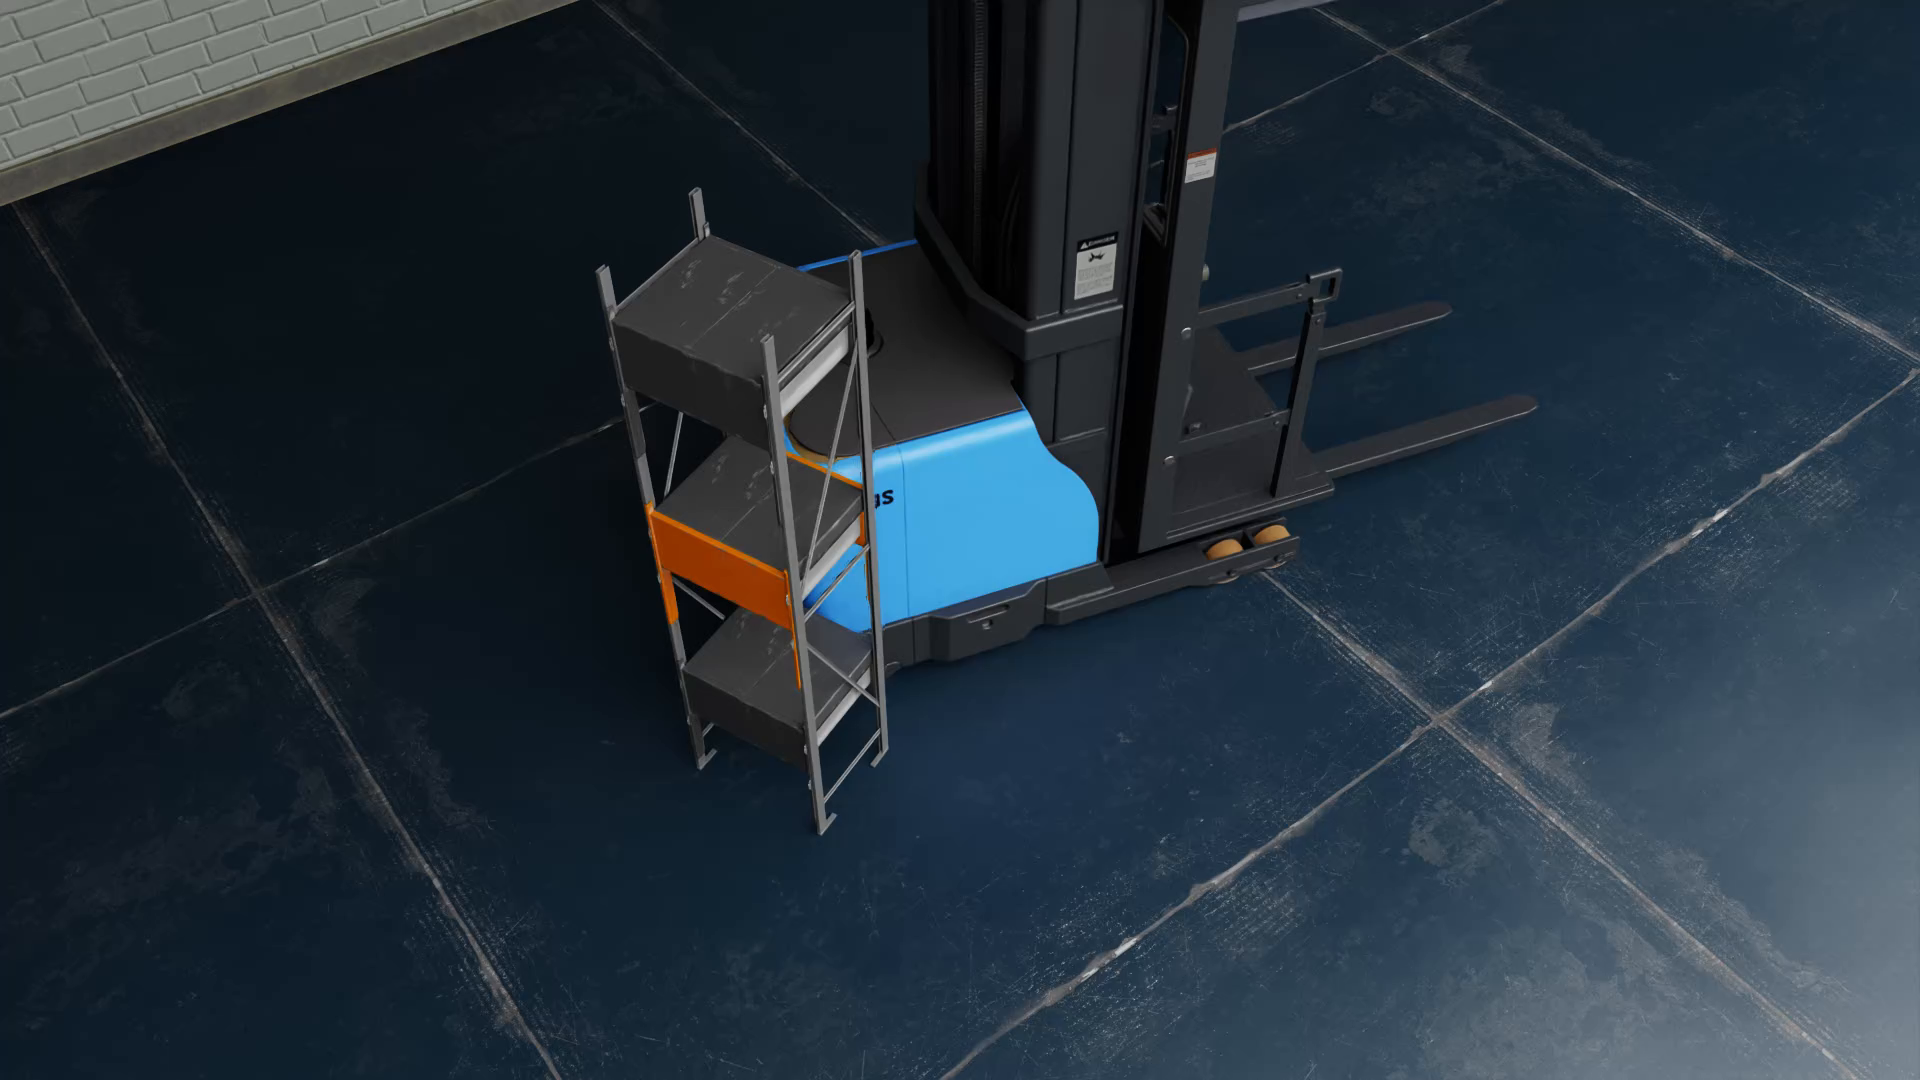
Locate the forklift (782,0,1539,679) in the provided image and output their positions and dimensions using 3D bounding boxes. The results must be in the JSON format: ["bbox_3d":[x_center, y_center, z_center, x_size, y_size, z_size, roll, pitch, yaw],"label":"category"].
[{"bbox_3d":[0.708,-1.176,5.338,3.031,2.935,1.130,-16,50,-14],"label":"forklift"}]

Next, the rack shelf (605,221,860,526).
[{"bbox_3d":[-0.560,-0.431,4.297,0.480,0.518,0.431,24,52,20],"label":"rack shelf"}]

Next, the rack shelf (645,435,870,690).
[{"bbox_3d":[-0.560,0.039,4.815,0.480,0.518,0.431,24,52,20],"label":"rack shelf"}]

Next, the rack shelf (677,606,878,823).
[{"bbox_3d":[-0.560,0.510,5.334,0.480,0.518,0.431,24,52,20],"label":"rack shelf"}]

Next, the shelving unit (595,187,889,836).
[{"bbox_3d":[-0.560,0.030,4.805,0.503,2.100,0.431,24,52,20],"label":"shelving unit"}]

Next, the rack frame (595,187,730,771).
[{"bbox_3d":[-0.768,-0.064,4.891,0.015,2.100,0.400,24,52,20],"label":"rack frame"}]

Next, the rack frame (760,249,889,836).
[{"bbox_3d":[-0.352,0.124,4.720,0.015,2.100,0.400,24,52,20],"label":"rack frame"}]
